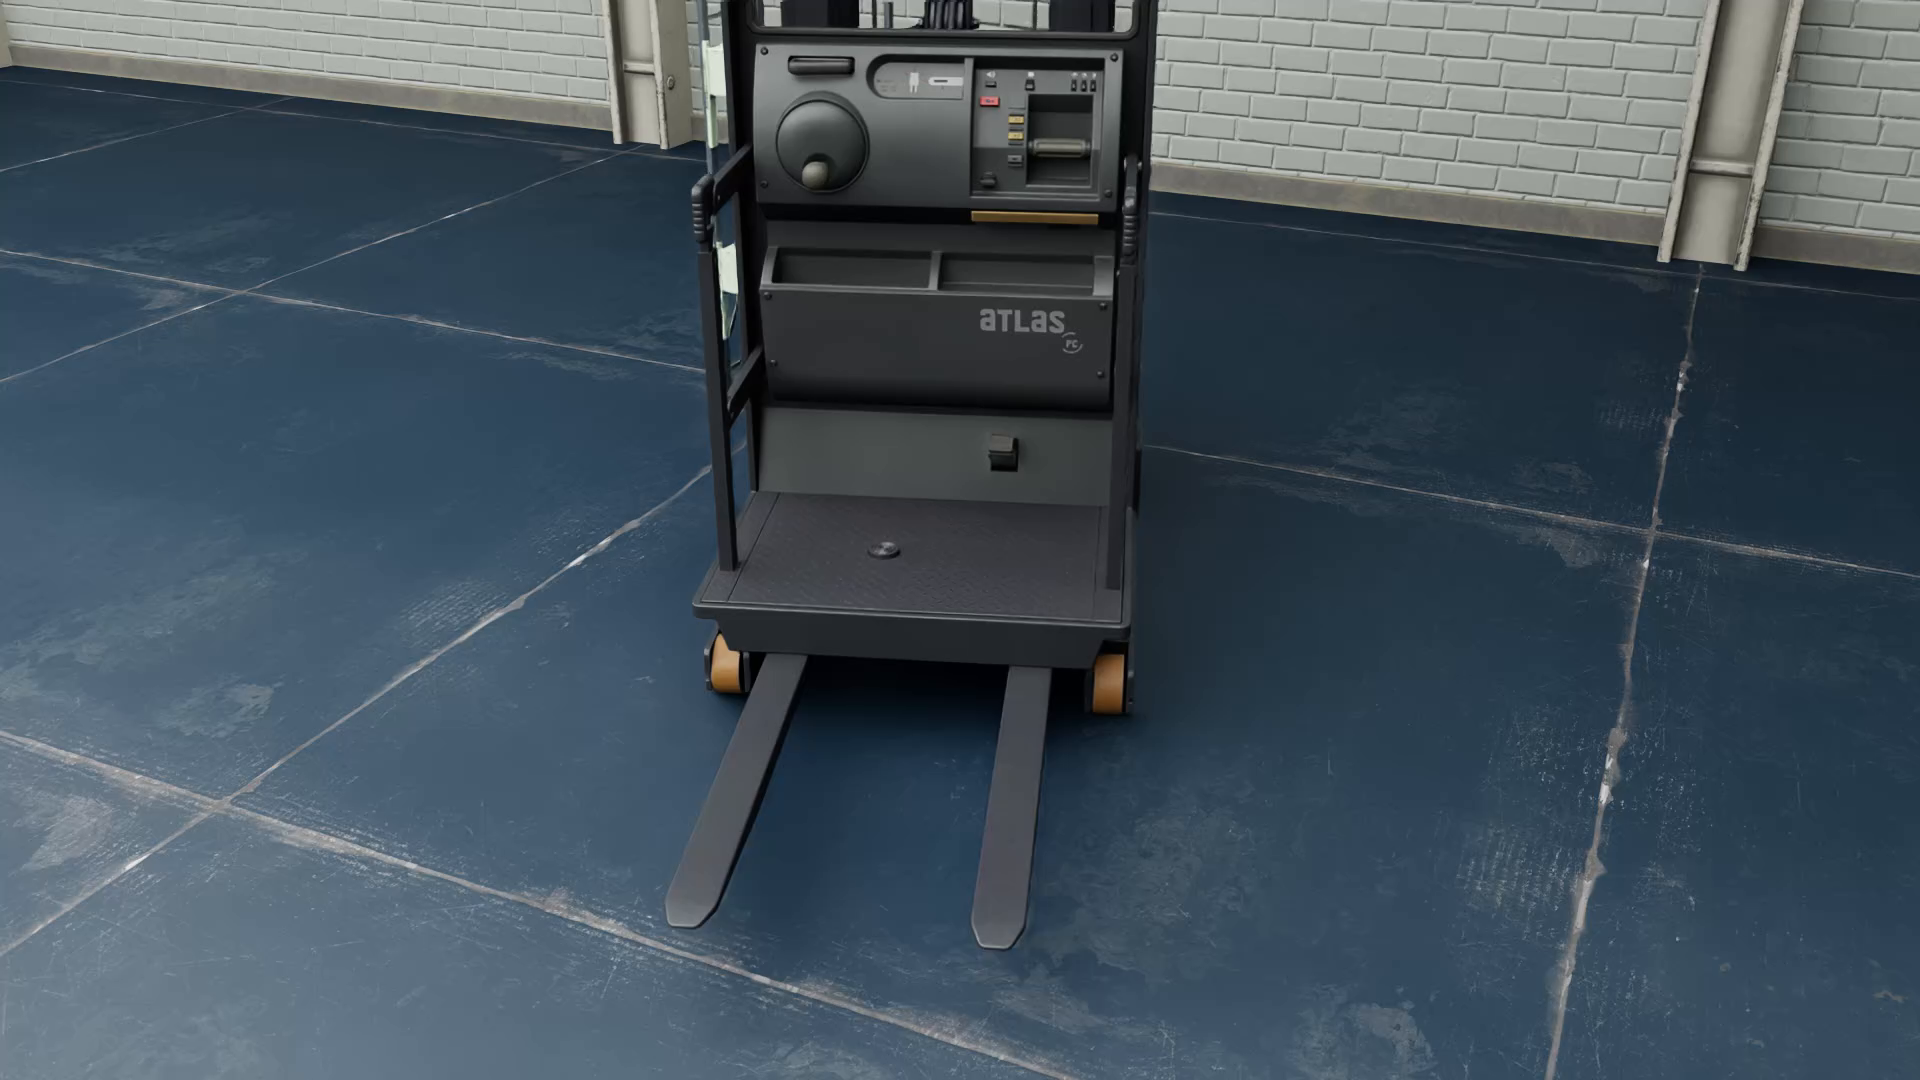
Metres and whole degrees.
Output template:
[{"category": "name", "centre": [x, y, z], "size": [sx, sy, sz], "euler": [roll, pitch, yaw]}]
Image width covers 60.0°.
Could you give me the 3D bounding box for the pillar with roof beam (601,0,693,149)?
[{"category": "pillar with roof beam", "centre": [-3.663, -4.764, 4.738], "size": [0.400, 9.000, 9.100], "euler": [11, 28, 22]}]

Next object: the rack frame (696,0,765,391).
[{"category": "rack frame", "centre": [-0.810, -1.296, 6.183], "size": [0.023, 1.500, 0.400], "euler": [12, 29, 23]}]

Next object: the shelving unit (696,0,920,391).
[{"category": "shelving unit", "centre": [-0.481, -1.225, 6.040], "size": [0.755, 1.500, 0.431], "euler": [12, 29, 23]}]

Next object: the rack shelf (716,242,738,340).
[{"category": "rack shelf", "centre": [-0.481, -0.932, 6.184], "size": [0.720, 0.370, 0.431], "euler": [12, 29, 23]}]

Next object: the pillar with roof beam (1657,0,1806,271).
[{"category": "pillar with roof beam", "centre": [1.799, -3.667, 2.510], "size": [0.400, 9.000, 9.100], "euler": [11, 28, 22]}]

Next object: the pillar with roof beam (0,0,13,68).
[{"category": "pillar with roof beam", "centre": [-9.125, -5.861, 6.967], "size": [0.400, 9.000, 9.100], "euler": [11, 28, 22]}]

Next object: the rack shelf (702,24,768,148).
[{"category": "rack shelf", "centre": [-0.481, -1.575, 5.867], "size": [0.720, 0.370, 0.431], "euler": [12, 29, 23]}]

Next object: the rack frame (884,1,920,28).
[{"category": "rack frame", "centre": [-0.152, -1.154, 5.896], "size": [0.023, 1.500, 0.400], "euler": [12, 29, 23]}]

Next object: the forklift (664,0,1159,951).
[{"category": "forklift", "centre": [-0.079, -1.017, 3.997], "size": [1.130, 2.935, 3.031], "euler": [3, 26, 5]}]
